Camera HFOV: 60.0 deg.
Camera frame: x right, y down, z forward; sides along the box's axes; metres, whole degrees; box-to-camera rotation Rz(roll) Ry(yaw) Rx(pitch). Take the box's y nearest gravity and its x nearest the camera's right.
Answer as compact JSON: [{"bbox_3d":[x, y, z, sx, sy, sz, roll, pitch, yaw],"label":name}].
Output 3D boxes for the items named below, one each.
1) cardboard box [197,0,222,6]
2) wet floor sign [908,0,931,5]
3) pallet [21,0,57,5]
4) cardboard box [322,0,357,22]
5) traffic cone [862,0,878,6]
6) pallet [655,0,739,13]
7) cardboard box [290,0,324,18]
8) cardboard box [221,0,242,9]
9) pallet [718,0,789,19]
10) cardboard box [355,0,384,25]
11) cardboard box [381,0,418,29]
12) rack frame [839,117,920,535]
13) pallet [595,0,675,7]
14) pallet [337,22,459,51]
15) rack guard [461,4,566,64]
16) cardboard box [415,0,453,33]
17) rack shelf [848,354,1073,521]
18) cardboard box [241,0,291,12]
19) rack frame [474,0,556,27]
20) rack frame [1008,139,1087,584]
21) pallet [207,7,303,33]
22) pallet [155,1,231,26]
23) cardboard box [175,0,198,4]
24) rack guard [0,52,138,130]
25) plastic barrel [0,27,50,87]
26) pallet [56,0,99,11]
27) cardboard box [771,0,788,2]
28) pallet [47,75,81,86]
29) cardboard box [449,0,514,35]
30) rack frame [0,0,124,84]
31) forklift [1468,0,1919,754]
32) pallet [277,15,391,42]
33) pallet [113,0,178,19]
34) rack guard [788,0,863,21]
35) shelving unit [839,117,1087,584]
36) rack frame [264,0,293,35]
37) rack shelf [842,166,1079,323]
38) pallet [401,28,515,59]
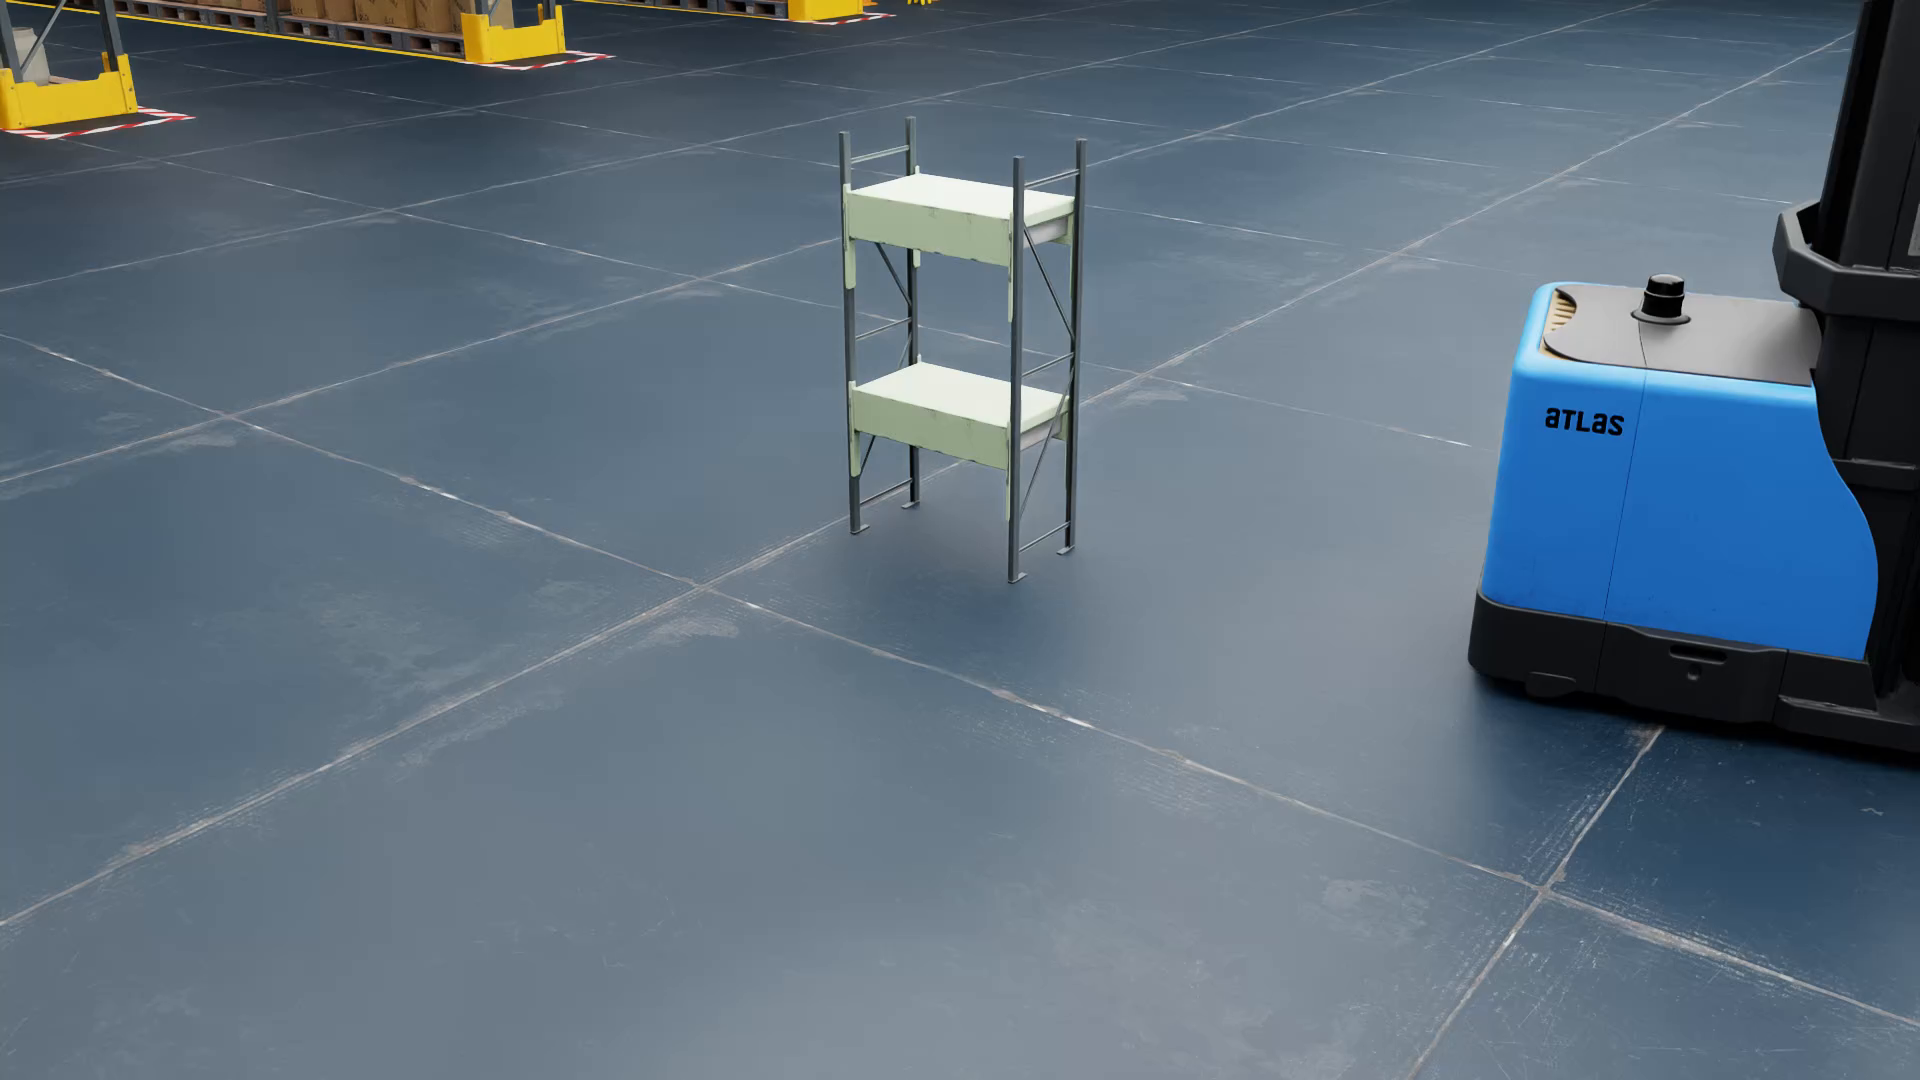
[{"bbox_3d":[-9.333,-7.132,21.271,0.500,0.500,0.700,14,27,29],"label":"cardboard box"},{"bbox_3d":[-0.570,-7.826,23.211,0.232,0.644,0.267,12,26,24],"label":"wet floor sign"},{"bbox_3d":[-12.795,-7.864,23.836,1.213,0.211,1.003,17,29,33],"label":"pallet"},{"bbox_3d":[-7.278,-6.465,19.783,0.500,0.500,0.500,-16,28,-31],"label":"cardboard box"},{"bbox_3d":[-1.354,-7.697,23.145,0.334,0.463,0.336,17,29,33],"label":"traffic cone"},{"bbox_3d":[-3.439,-7.458,22.916,1.213,0.211,1.003,17,29,33],"label":"pallet"},{"bbox_3d":[-7.741,-6.601,20.091,0.500,0.500,0.500,16,28,32],"label":"cardboard box"},{"bbox_3d":[-8.886,-6.997,20.964,0.500,0.500,0.700,17,29,33],"label":"cardboard box"},{"bbox_3d":[-2.467,-7.163,22.246,1.213,0.211,1.003,17,29,33],"label":"pallet"},{"bbox_3d":[-6.734,-6.340,19.499,0.500,0.500,0.500,14,27,29],"label":"cardboard box"},{"bbox_3d":[-6.314,-6.191,19.160,0.500,0.500,0.500,20,31,38],"label":"cardboard box"},{"bbox_3d":[-0.288,-0.773,6.145,0.023,1.500,0.400,17,29,33],"label":"rack frame"},{"bbox_3d":[-4.420,-7.753,23.585,1.213,0.211,1.003,17,29,33],"label":"pallet"},{"bbox_3d":[-6.498,-5.941,19.471,1.213,0.211,1.003,17,29,33],"label":"pallet"},{"bbox_3d":[-4.897,-5.570,18.271,0.348,0.500,1.175,17,29,33],"label":"rack guard"},{"bbox_3d":[-5.825,-6.033,18.803,0.500,0.500,0.500,-17,29,-34],"label":"cardboard box"},{"bbox_3d":[0.005,-0.386,6.075,0.720,0.370,0.431,17,29,33],"label":"rack shelf"},{"bbox_3d":[-8.515,-6.875,20.689,0.500,0.500,0.700,14,28,29],"label":"cardboard box"},{"bbox_3d":[-4.836,-6.695,17.725,0.127,3.000,1.000,17,29,33],"label":"rack frame"},{"bbox_3d":[0.298,-0.596,5.743,0.023,1.500,0.400,17,29,33],"label":"rack frame"},{"bbox_3d":[-8.661,-6.574,20.909,1.213,0.211,1.003,17,29,33],"label":"pallet"},{"bbox_3d":[-9.641,-6.869,21.578,1.213,0.211,1.003,17,29,33],"label":"pallet"},{"bbox_3d":[-9.780,-7.267,21.577,0.500,0.500,0.700,20,31,38],"label":"cardboard box"},{"bbox_3d":[-7.896,-3.957,14.610,0.348,0.500,1.175,17,29,33],"label":"rack guard"},{"bbox_3d":[-8.379,-4.285,14.821,0.421,0.512,0.421,0,24,0],"label":"plastic barrel"},{"bbox_3d":[-11.823,-7.569,23.166,1.213,0.211,1.003,17,29,33],"label":"pallet"},{"bbox_3d":[-2.363,-7.634,21.970,0.875,0.875,0.875,17,29,34],"label":"cardboard box"},{"bbox_3d":[-8.542,-4.023,15.118,1.213,0.211,1.003,17,29,33],"label":"pallet"},{"bbox_3d":[-5.326,-5.900,18.500,0.500,0.500,0.500,-20,31,-38],"label":"cardboard box"},{"bbox_3d":[-7.807,-5.097,14.099,0.127,3.000,1.000,17,29,33],"label":"rack frame"},{"bbox_3d":[3.161,-0.839,4.519,3.031,2.935,1.130,9,25,20],"label":"forklift"},{"bbox_3d":[-7.478,-6.235,20.140,1.213,0.211,1.003,17,29,33],"label":"pallet"},{"bbox_3d":[-10.613,-7.164,22.248,1.213,0.211,1.003,17,29,33],"label":"pallet"},{"bbox_3d":[-1.761,-7.121,21.793,0.348,0.500,1.175,17,29,33],"label":"rack guard"},{"bbox_3d":[0.005,-0.685,5.944,0.755,1.500,0.431,17,29,33],"label":"shelving unit"},{"bbox_3d":[-8.037,-7.663,19.921,0.127,3.000,1.000,17,29,33],"label":"rack frame"},{"bbox_3d":[0.005,-1.042,5.787,0.720,0.370,0.431,17,29,33],"label":"rack shelf"},{"bbox_3d":[-5.526,-5.645,18.801,1.213,0.211,1.003,17,29,33],"label":"pallet"}]
